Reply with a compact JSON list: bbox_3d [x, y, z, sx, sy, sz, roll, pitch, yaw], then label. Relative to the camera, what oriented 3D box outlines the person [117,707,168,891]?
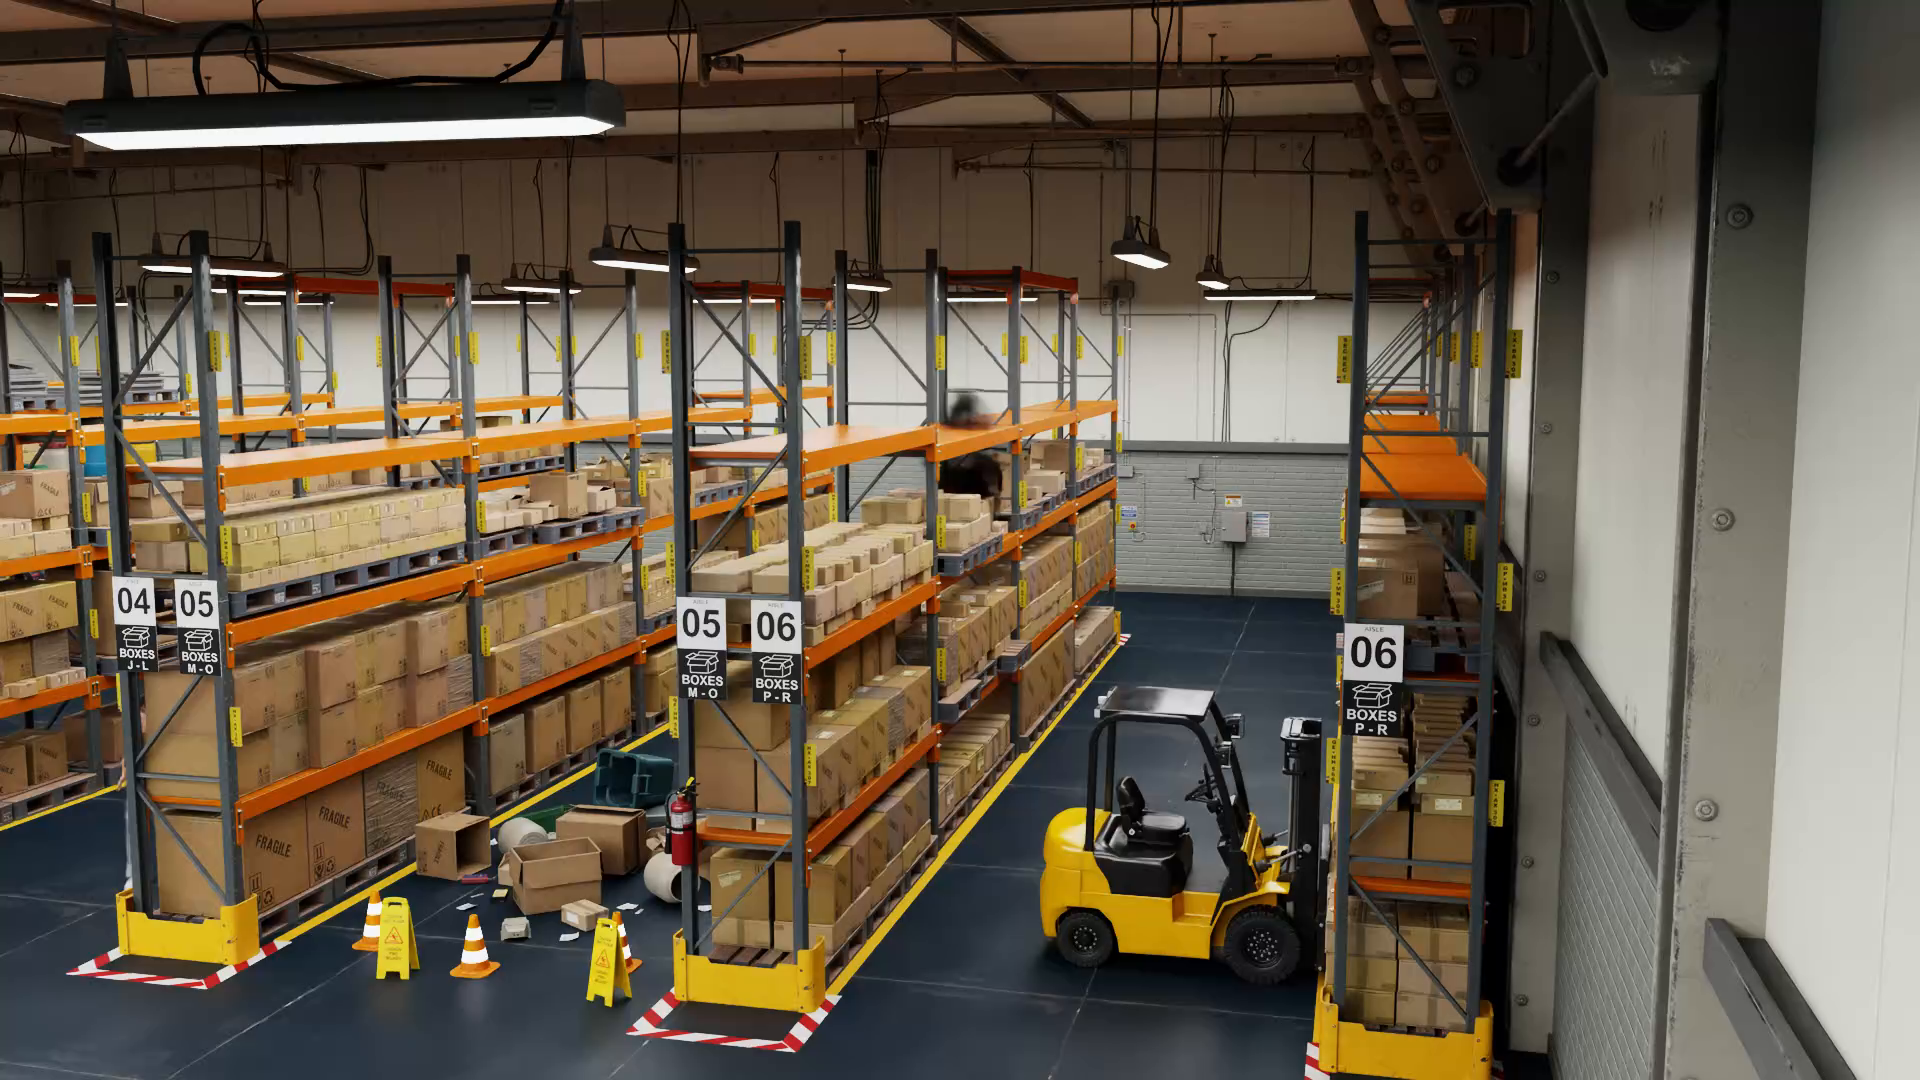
[{"bbox_3d":[-7.718,2.398,15.794,0.567,1.649,0.968,0,7,-2],"label":"person"}]
